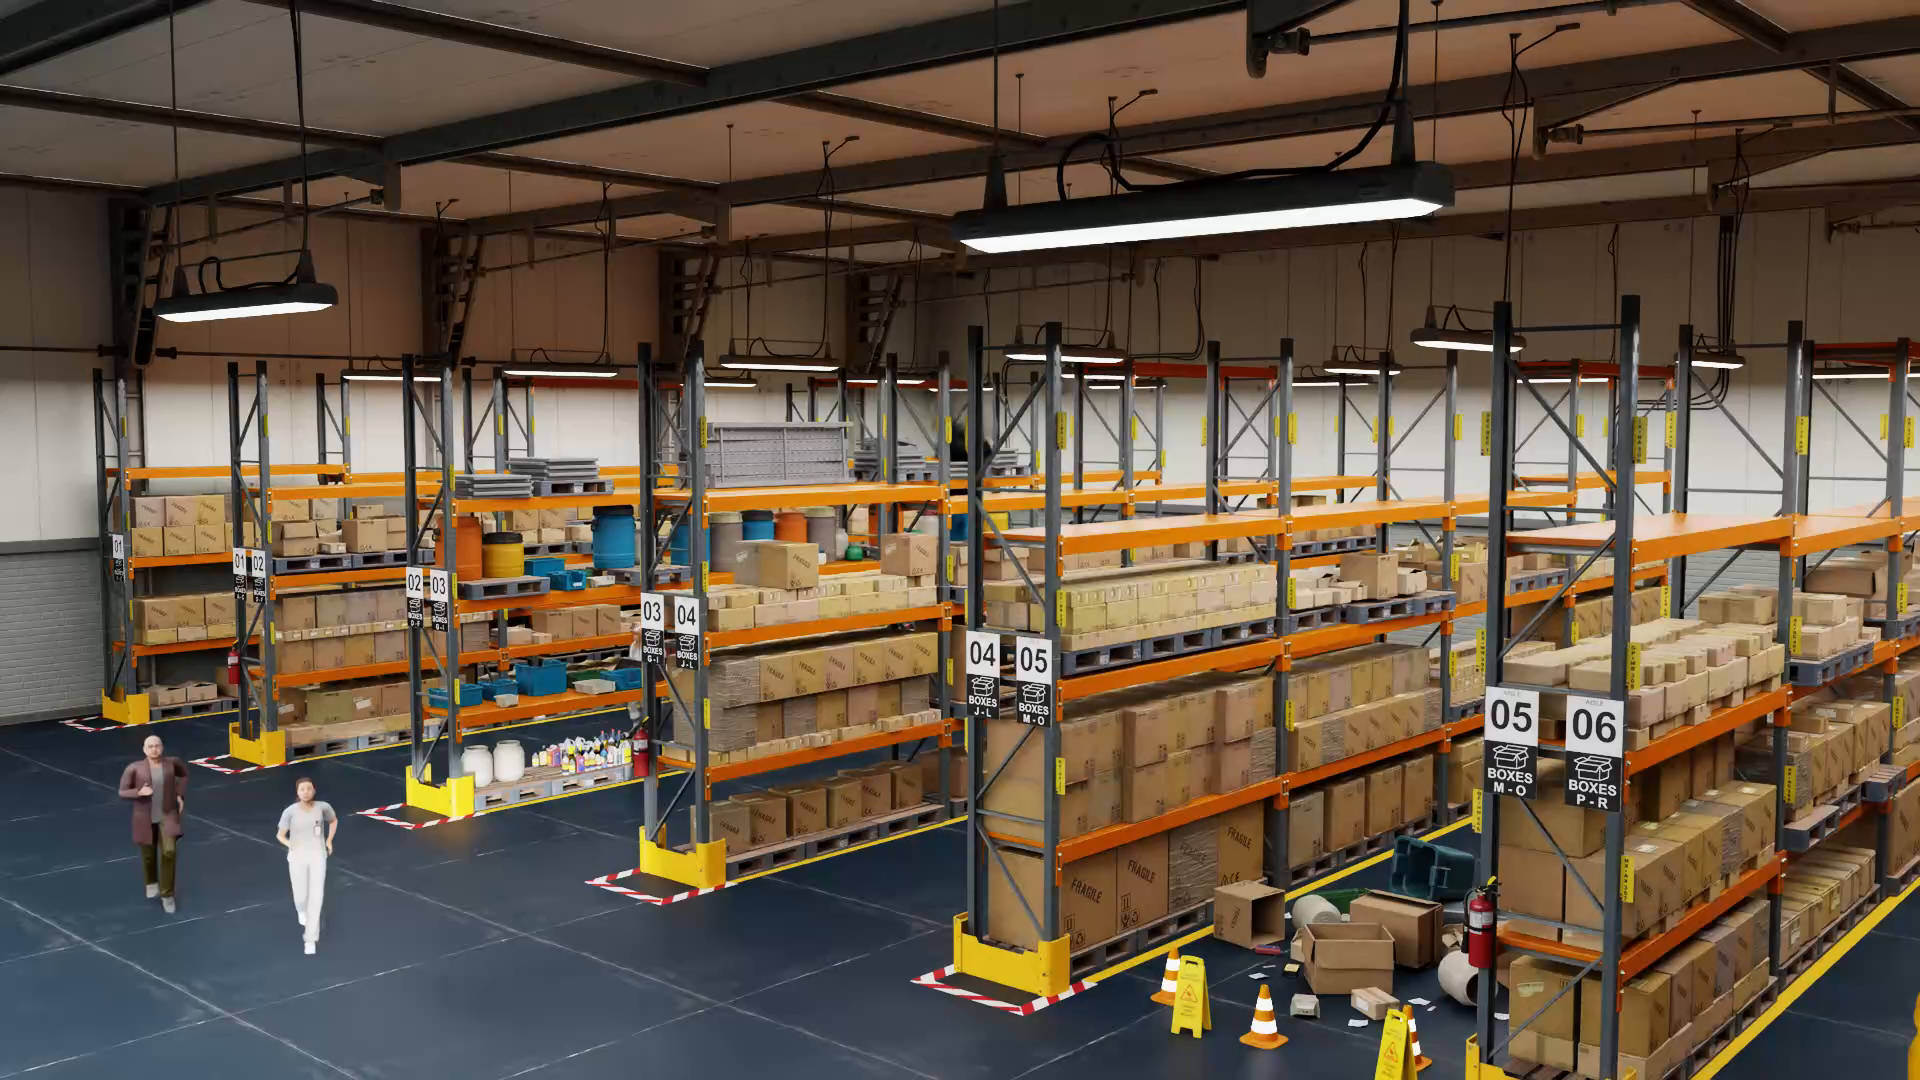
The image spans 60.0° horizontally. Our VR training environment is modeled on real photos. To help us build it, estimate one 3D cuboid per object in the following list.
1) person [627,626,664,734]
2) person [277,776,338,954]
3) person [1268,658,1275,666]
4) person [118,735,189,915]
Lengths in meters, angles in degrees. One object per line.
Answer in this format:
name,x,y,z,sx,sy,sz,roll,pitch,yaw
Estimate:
person,-5.215,2.279,27.296,0.657,1.755,0.760,3,5,33
person,-6.379,3.133,16.284,0.567,1.653,0.903,-2,5,-23
person,4.634,2.552,24.640,0.615,1.602,0.708,3,5,37
person,-8.487,2.972,17.554,0.693,1.831,0.861,-2,5,-29
